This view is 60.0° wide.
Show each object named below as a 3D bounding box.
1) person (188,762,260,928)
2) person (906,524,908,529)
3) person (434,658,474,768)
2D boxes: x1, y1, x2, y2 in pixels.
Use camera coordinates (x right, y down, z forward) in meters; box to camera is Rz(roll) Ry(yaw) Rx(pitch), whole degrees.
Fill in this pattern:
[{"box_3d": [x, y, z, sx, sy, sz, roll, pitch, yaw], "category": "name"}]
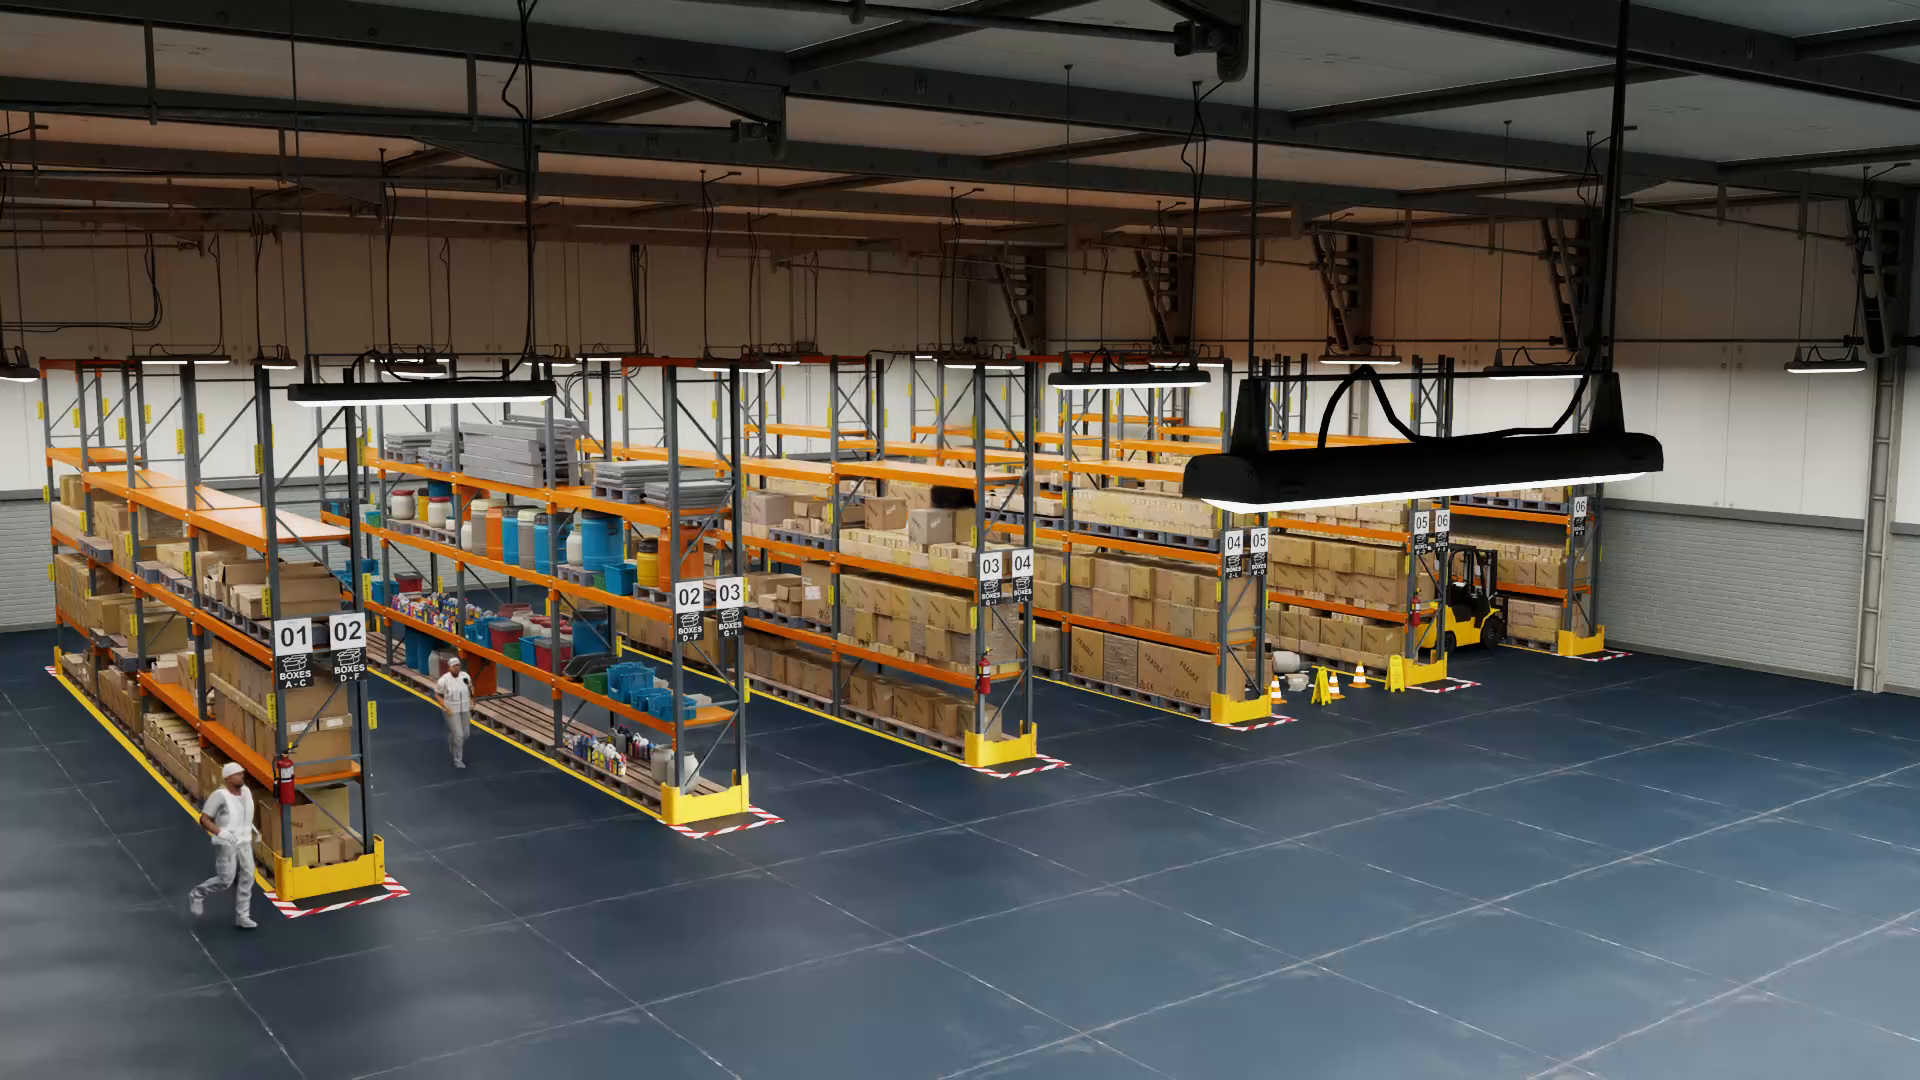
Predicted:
[{"box_3d": [-7.920, 3.296, 18.154, 0.878, 1.734, 0.742, 3, 7, 20], "category": "person"}, {"box_3d": [-1.659, 0.099, 44.810, 0.699, 1.717, 0.580, 6, 9, 42], "category": "person"}, {"box_3d": [-7.566, 2.553, 24.879, 0.606, 1.665, 0.661, -6, 9, -39], "category": "person"}]
